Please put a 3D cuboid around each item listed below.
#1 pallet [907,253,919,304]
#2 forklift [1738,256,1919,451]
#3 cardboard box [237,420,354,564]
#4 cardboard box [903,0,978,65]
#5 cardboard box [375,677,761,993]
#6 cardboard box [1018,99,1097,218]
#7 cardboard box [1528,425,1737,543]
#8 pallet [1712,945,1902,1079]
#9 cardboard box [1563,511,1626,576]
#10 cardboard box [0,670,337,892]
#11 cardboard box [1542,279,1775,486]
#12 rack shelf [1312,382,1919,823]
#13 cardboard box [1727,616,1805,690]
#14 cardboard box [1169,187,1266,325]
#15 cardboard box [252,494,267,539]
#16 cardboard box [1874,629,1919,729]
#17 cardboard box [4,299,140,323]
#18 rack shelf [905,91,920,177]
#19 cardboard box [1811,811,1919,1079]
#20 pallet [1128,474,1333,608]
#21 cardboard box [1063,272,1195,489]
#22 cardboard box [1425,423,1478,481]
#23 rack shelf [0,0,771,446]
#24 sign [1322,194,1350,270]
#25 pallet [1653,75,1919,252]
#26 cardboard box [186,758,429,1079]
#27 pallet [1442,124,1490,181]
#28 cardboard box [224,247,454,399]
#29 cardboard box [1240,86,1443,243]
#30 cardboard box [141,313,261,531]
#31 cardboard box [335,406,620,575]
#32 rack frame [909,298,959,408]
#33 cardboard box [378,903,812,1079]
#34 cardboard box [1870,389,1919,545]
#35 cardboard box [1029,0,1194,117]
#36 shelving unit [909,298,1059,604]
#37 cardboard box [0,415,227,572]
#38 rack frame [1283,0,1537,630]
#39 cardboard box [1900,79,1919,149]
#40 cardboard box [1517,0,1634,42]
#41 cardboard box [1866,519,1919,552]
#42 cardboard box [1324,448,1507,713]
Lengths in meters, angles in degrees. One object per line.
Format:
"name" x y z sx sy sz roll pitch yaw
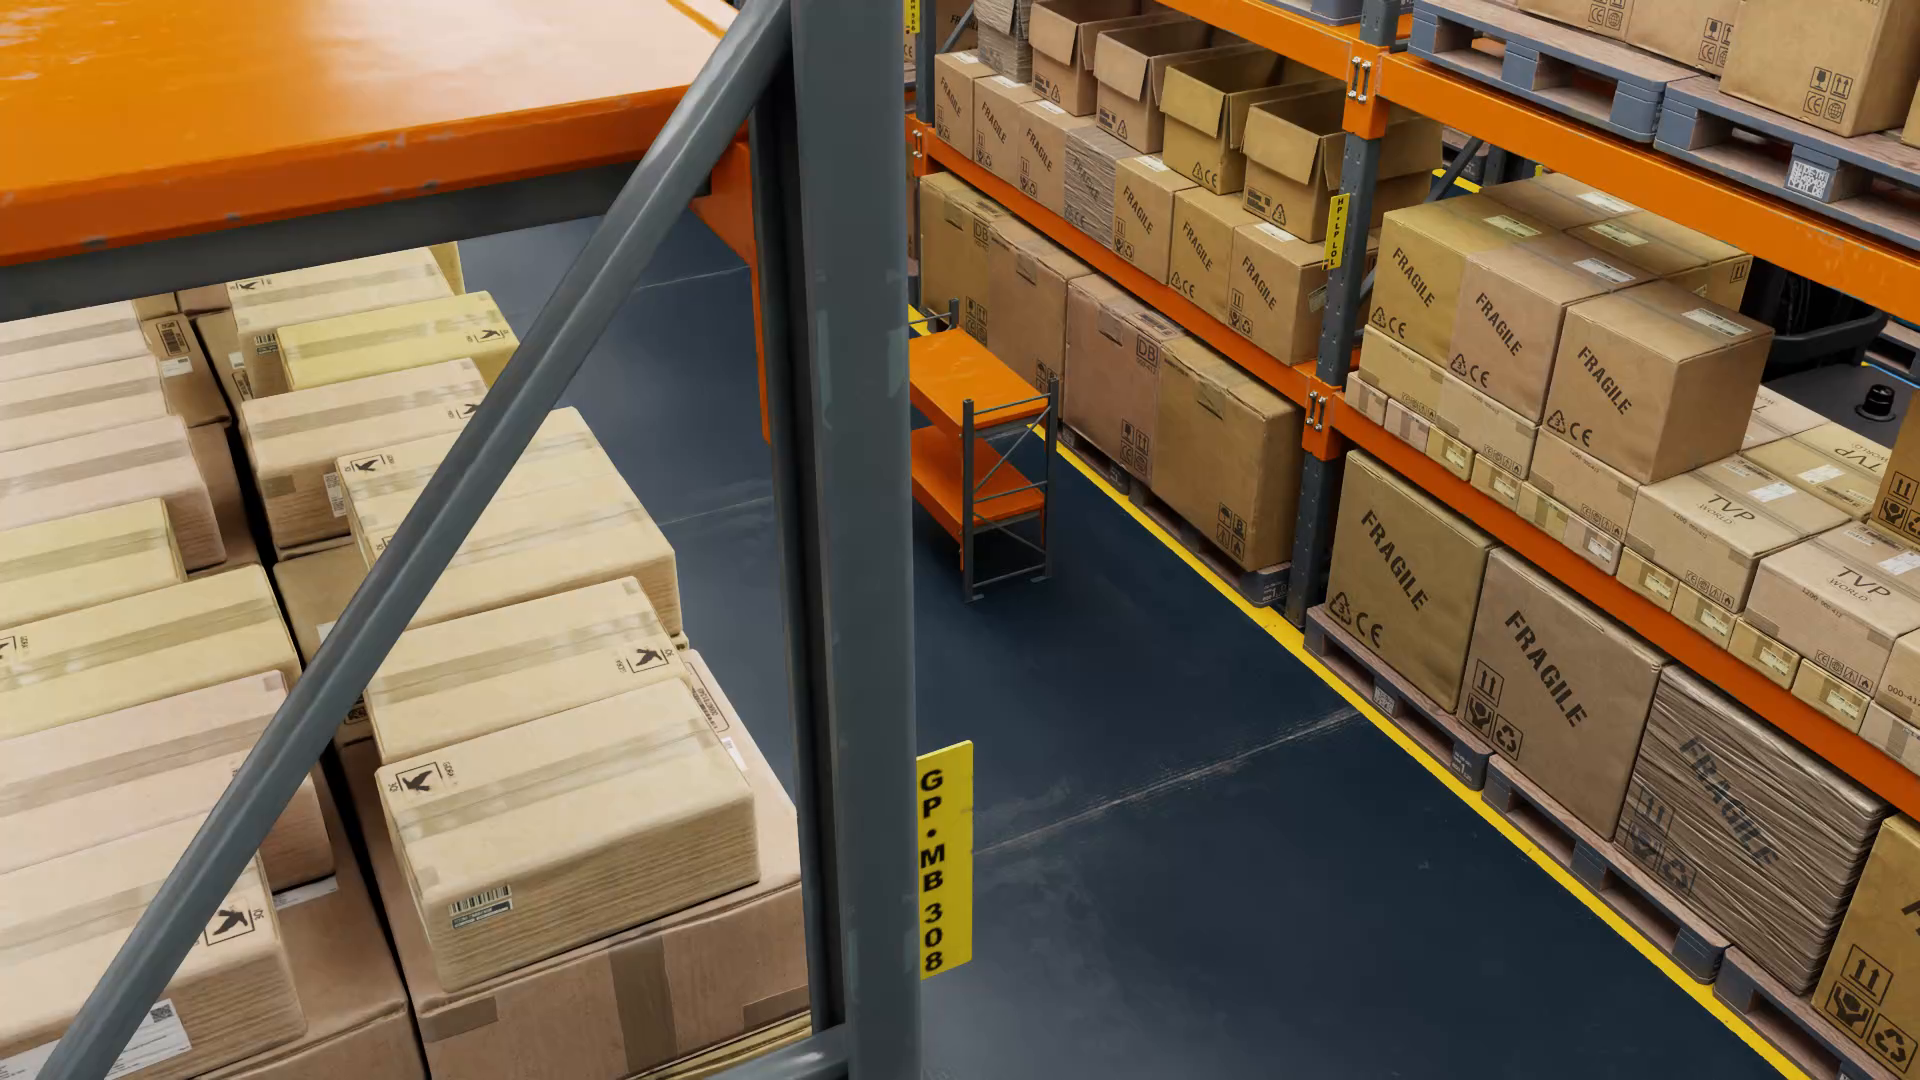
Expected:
"pallet" -0.170 -2.088 11.814 1.003 0.211 1.213 -16 36 -23
"forklift" 3.713 -1.430 8.265 1.130 2.935 3.031 -14 35 -21
"cardboard box" -0.956 -0.050 2.943 0.500 0.250 0.500 -15 36 -23
"cardboard box" -0.094 -3.356 10.726 0.500 0.500 0.500 -21 38 -29
"cardboard box" -0.461 0.338 1.968 0.380 0.149 0.250 -16 36 -24
"cardboard box" 0.664 -2.142 9.220 0.500 0.500 0.500 -17 36 -24
"cardboard box" 2.520 -0.268 6.251 0.500 0.250 0.500 -15 36 -22
"pallet" 3.481 1.741 5.837 1.003 0.211 1.213 -16 36 -23
"cardboard box" 2.507 -0.031 6.251 0.380 0.149 0.250 -15 36 -23
"cardboard box" -0.974 0.328 1.983 0.380 0.149 0.250 -15 36 -22
"cardboard box" 2.525 -0.581 6.045 0.500 0.500 0.500 -17 36 -25
"rack shelf" 2.991 0.277 6.204 1.077 0.370 4.000 -16 36 -23
"cardboard box" 2.867 0.336 5.677 0.380 0.149 0.250 -16 36 -23
"cardboard box" 1.374 -1.415 8.085 0.500 0.500 0.500 -15 35 -22
"cardboard box" -1.219 -0.095 3.476 0.500 0.250 0.500 -16 36 -23
"cardboard box" 3.227 0.460 5.115 0.500 0.250 0.500 -17 36 -24
"cardboard box" -1.751 -0.399 3.117 0.380 0.149 0.250 -17 36 -25
"rack shelf" -0.739 -3.541 12.163 1.077 0.370 4.000 -16 36 -23
"cardboard box" 3.554 1.361 5.425 0.875 0.875 0.875 -16 36 -23
"pallet" 1.632 -0.156 8.797 1.003 0.211 1.213 -16 36 -23
"cardboard box" 1.325 -0.989 9.094 1.225 0.875 0.875 -17 36 -25
"cardboard box" 2.148 -0.399 6.825 0.380 0.149 0.250 -15 35 -22
"rack shelf" -1.444 -1.048 2.715 1.077 0.370 4.000 -16 36 -23
"sign" 1.583 -1.293 6.988 0.100 0.325 0.005 -16 36 -23
"pallet" 2.995 -1.232 5.193 1.003 0.211 1.213 -16 36 -23
"cardboard box" -0.951 0.562 1.988 0.500 0.250 0.500 -17 36 -25
"pallet" 4.248 -3.340 13.768 1.003 0.211 1.213 -16 36 -23
"cardboard box" -1.159 -0.411 3.136 0.380 0.149 0.250 -15 35 -22
"cardboard box" 1.753 -1.748 7.675 0.797 0.503 0.637 -17 36 -24
"cardboard box" -1.652 -0.171 3.131 0.500 0.250 0.500 -18 37 -25
"cardboard box" -0.739 -0.053 2.577 0.380 0.149 0.250 -15 36 -22
"rack frame" -0.234 -0.713 8.820 0.500 1.125 0.032 -16 36 -23
"cardboard box" -0.495 0.649 2.314 0.500 0.250 0.500 -15 35 -21
"cardboard box" 3.458 -0.231 5.498 0.500 0.500 0.500 -17 36 -24
"cardboard box" 0.821 -2.689 9.144 0.797 0.503 0.637 -15 36 -22
"shelving unit" 0.003 -0.470 8.442 0.538 1.125 1.048 -16 36 -23
"cardboard box" -1.359 -0.035 2.549 0.380 0.149 0.250 -17 36 -24
"rack frame" 2.058 -0.980 7.500 1.000 3.000 0.127 -16 36 -23
"cardboard box" 3.194 -1.364 4.743 0.700 0.500 0.500 -18 37 -26
"cardboard box" 2.476 -2.146 5.964 0.700 0.500 0.500 -18 37 -26
"cardboard box" 3.459 0.082 5.704 0.500 0.250 0.500 -17 36 -25
"cardboard box" 2.295 0.072 7.437 0.875 0.875 0.875 -16 36 -23
